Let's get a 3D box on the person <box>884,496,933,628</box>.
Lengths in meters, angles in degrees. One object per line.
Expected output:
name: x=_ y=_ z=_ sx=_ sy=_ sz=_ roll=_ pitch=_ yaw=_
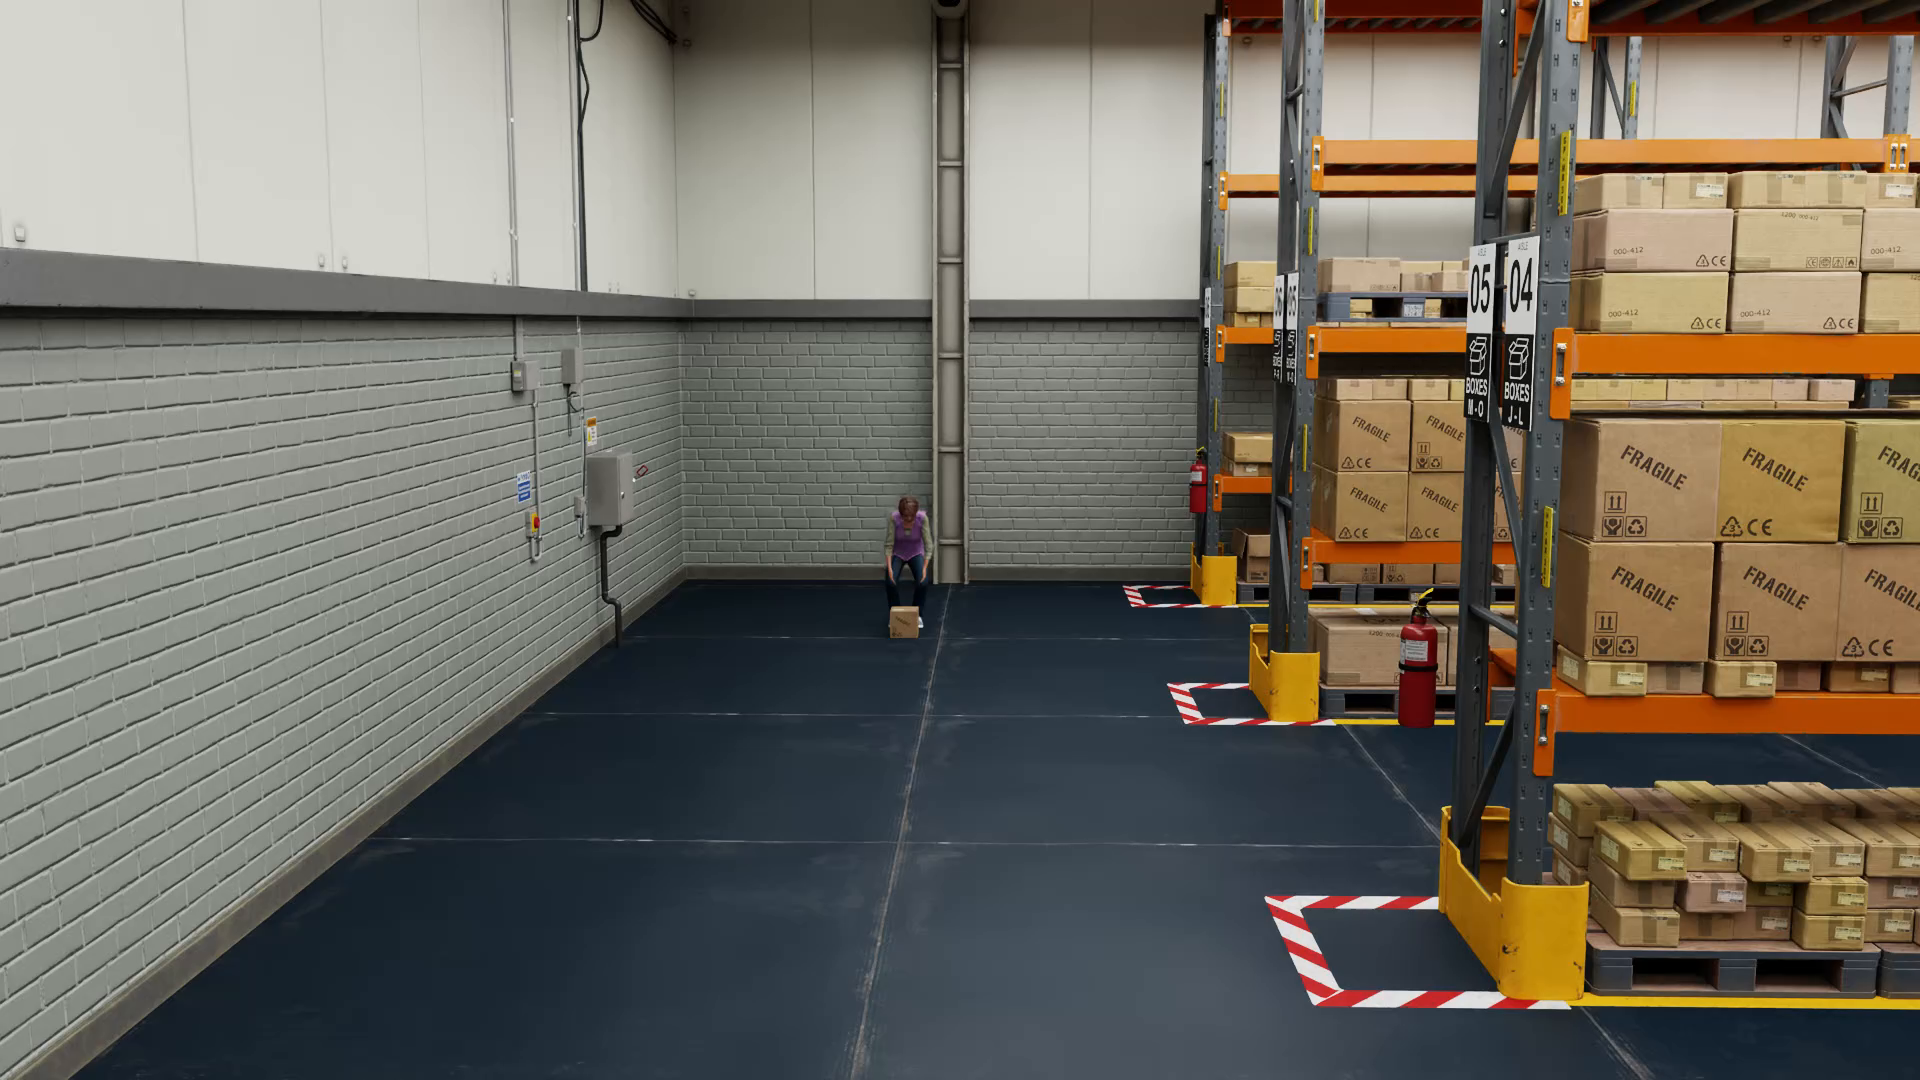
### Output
person: x=-0.475 y=0.198 z=15.597 sx=0.463 sy=1.270 sz=0.673 roll=0 pitch=7 yaw=1
